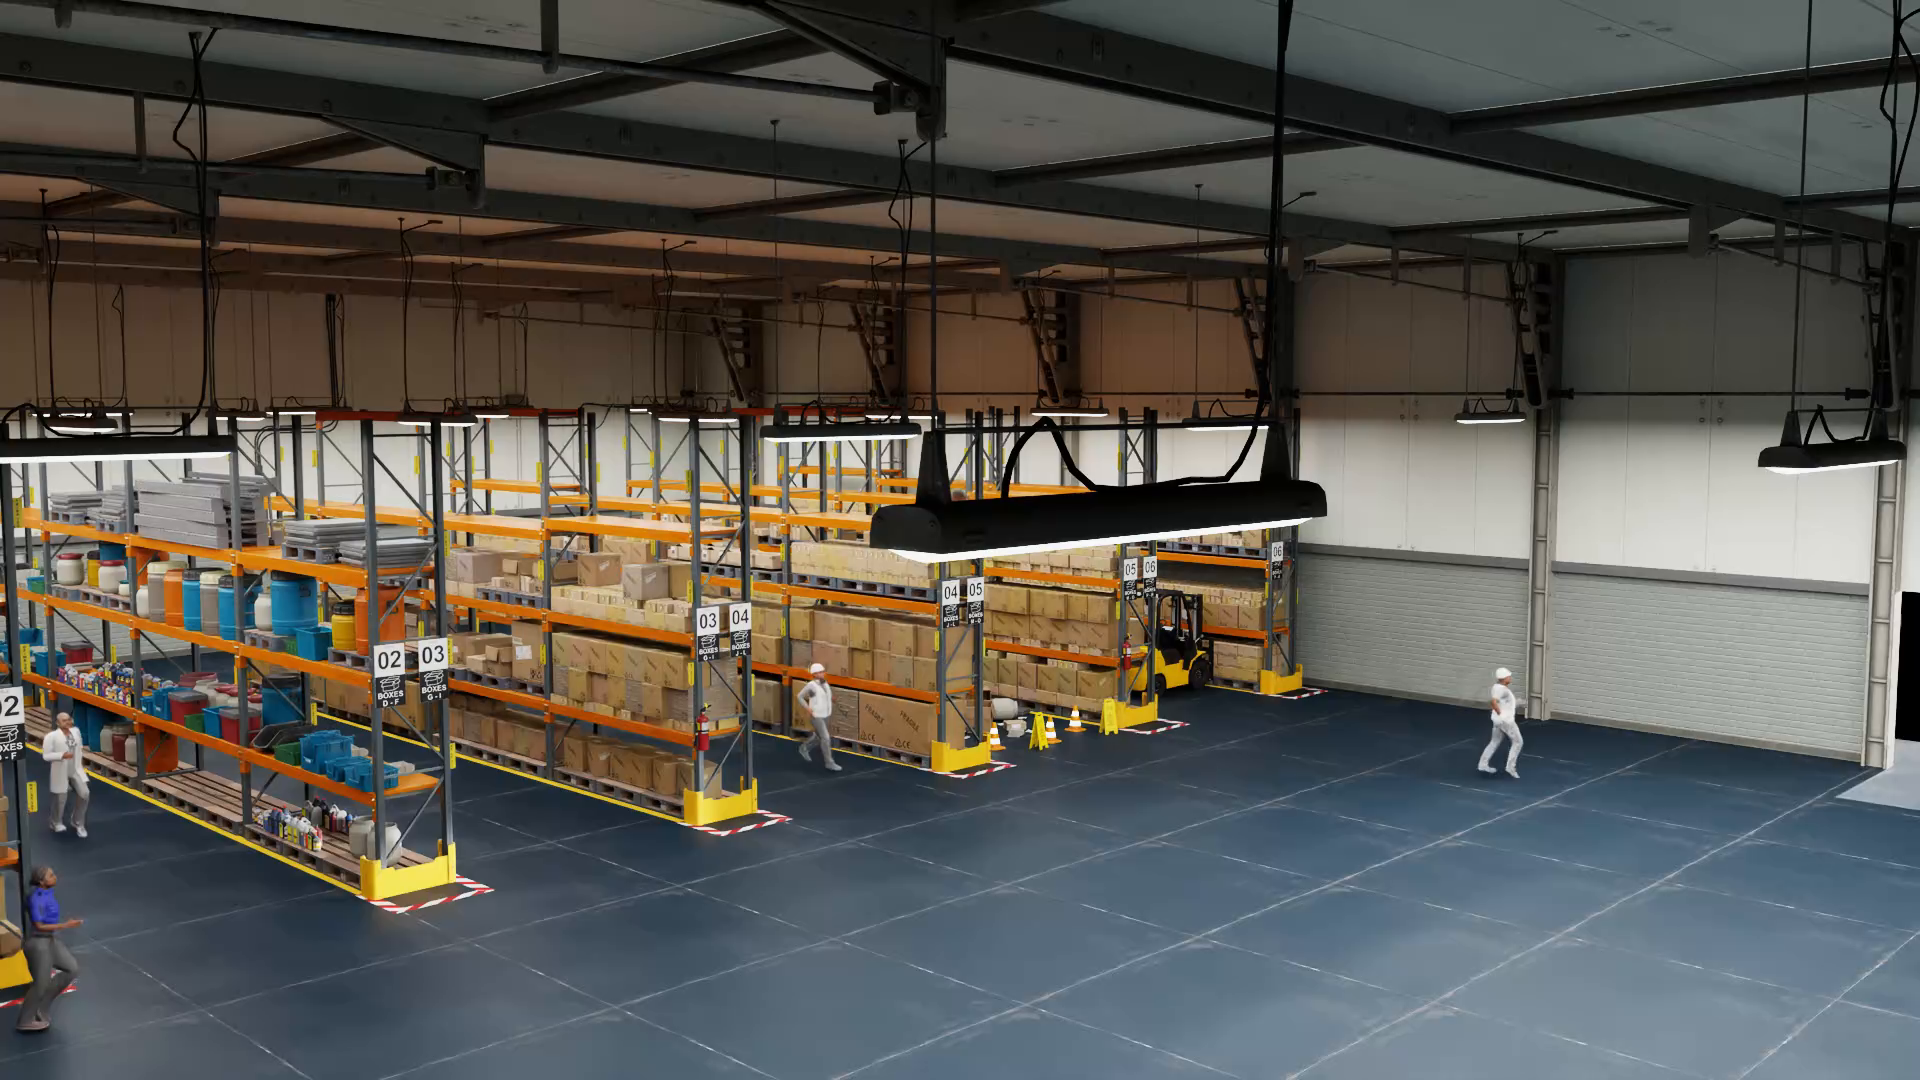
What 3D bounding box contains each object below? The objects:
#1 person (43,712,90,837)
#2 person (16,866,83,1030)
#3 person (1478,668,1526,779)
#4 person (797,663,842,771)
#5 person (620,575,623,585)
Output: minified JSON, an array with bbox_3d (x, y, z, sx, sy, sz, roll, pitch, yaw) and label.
[{"bbox_3d":[-12.727,3.356,23.709,0.854,1.823,0.654,4,6,37],"label":"person"},{"bbox_3d":[-9.091,4.057,16.624,0.629,1.613,0.608,-1,5,-15],"label":"person"},{"bbox_3d":[8.945,3.021,27.348,0.760,1.843,0.657,0,5,-2],"label":"person"},{"bbox_3d":[-2.367,2.948,27.964,0.970,1.758,0.656,3,6,29],"label":"person"},{"bbox_3d":[-9.008,1.642,43.842,0.622,1.706,0.657,-2,6,-25],"label":"person"}]
